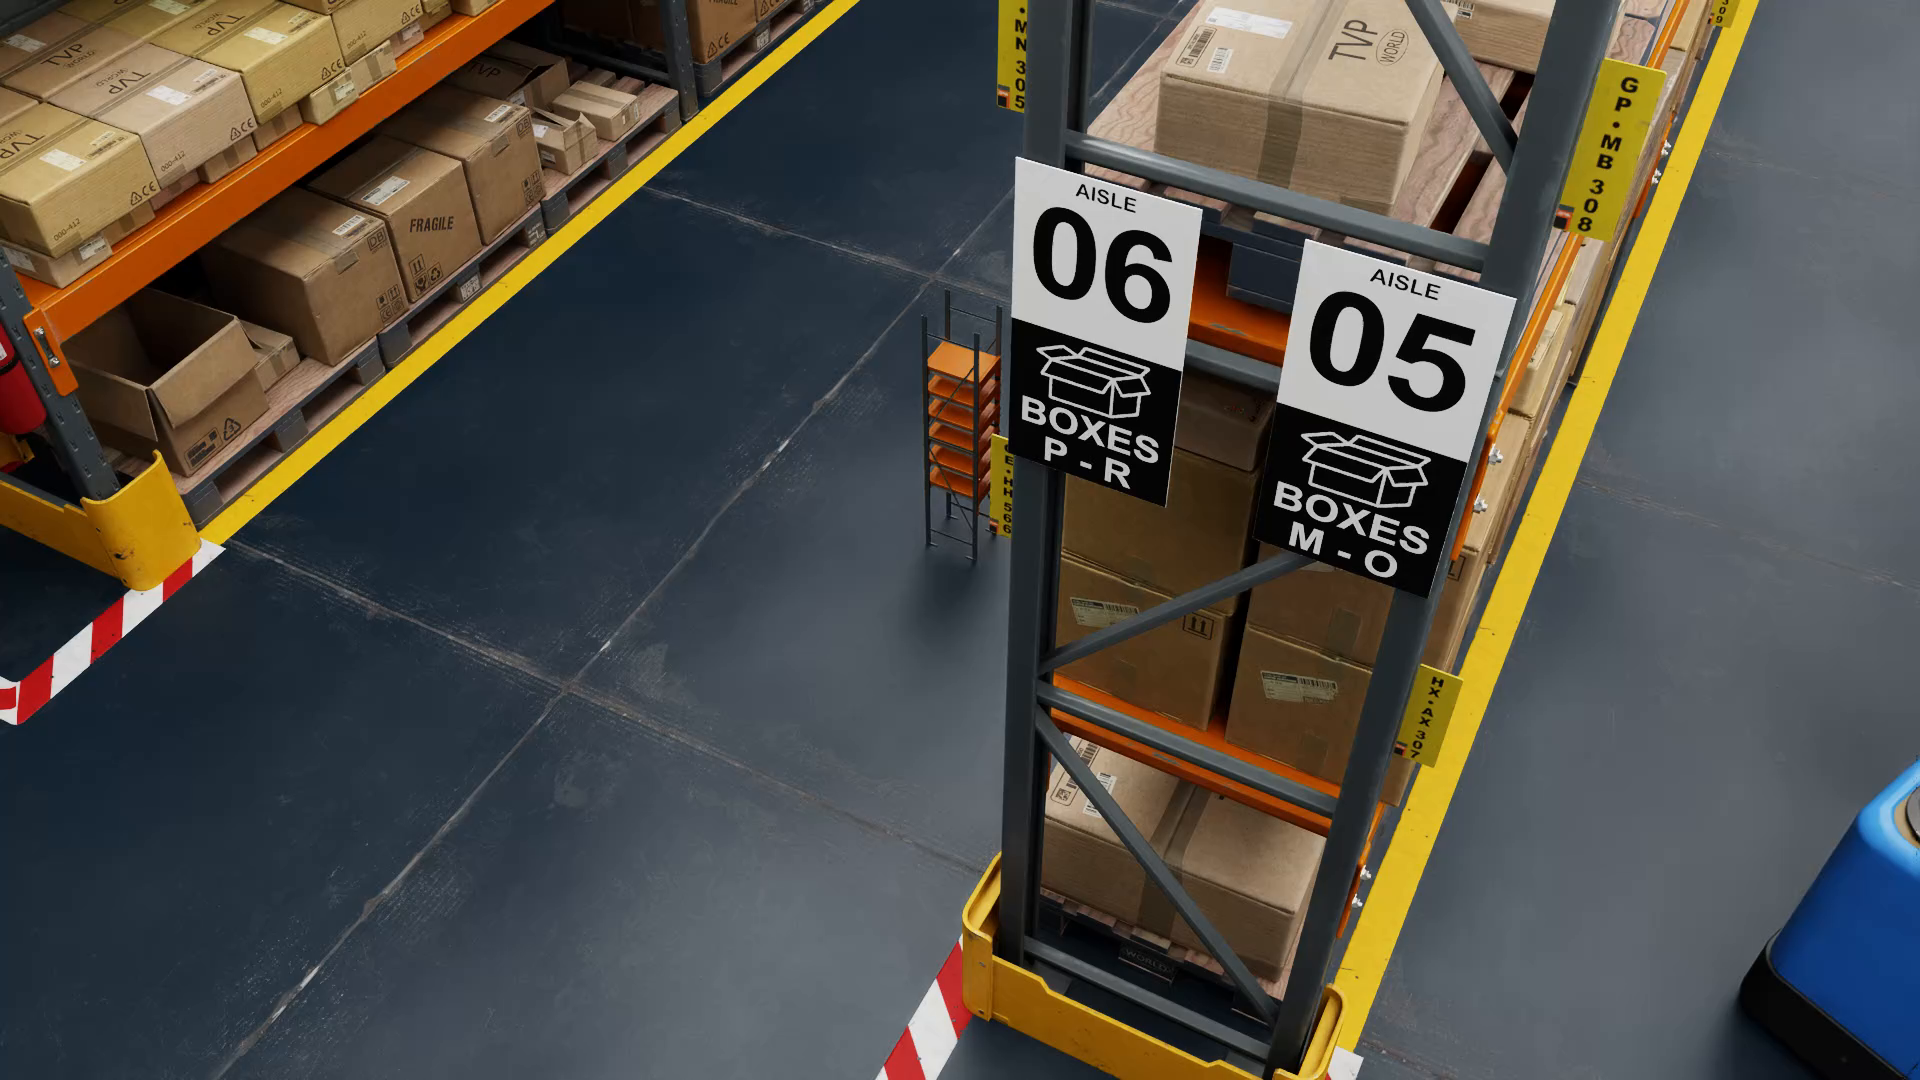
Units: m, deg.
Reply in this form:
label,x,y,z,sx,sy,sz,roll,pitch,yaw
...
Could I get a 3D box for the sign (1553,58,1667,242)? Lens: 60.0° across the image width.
label,x,y,z,sx,sy,sz,roll,pitch,yaw
sign,1.082,-0.647,2.781,0.100,0.325,0.005,20,49,19

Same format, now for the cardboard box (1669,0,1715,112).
label,x,y,z,sx,sy,sz,roll,pitch,yaw
cardboard box,2.476,-1.962,6.087,0.500,0.500,0.500,20,49,19

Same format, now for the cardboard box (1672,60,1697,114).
label,x,y,z,sx,sy,sz,roll,pitch,yaw
cardboard box,2.889,-2.101,7.103,0.500,0.250,0.500,19,48,18

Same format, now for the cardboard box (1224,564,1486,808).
label,x,y,z,sx,sy,sz,roll,pitch,yaw
cardboard box,1.071,0.313,4.541,0.500,0.500,0.500,20,49,19

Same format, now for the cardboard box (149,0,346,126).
label,x,y,z,sx,sy,sz,roll,pitch,yaw
cardboard box,-2.889,-1.967,6.762,0.500,0.250,0.500,20,49,18

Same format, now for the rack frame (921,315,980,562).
label,x,y,z,sx,sy,sz,roll,pitch,yaw
rack frame,-0.036,-0.373,6.555,0.240,1.200,0.006,20,49,19

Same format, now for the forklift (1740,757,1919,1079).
label,x,y,z,sx,sy,sz,roll,pitch,yaw
forklift,4.035,0.151,4.820,3.031,2.935,1.130,-29,52,-25

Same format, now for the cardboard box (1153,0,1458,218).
label,x,y,z,sx,sy,sz,roll,pitch,yaw
cardboard box,0.723,-0.942,3.483,0.500,0.250,0.500,16,48,15

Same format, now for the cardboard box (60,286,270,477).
label,x,y,z,sx,sy,sz,roll,pitch,yaw
cardboard box,-3.437,-0.705,7.077,0.797,0.503,0.637,19,48,18

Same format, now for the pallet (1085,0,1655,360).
label,x,y,z,sx,sy,sz,roll,pitch,yaw
pallet,0.929,-0.938,3.802,1.003,0.211,1.213,20,49,19

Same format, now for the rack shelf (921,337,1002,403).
label,x,y,z,sx,sy,sz,roll,pitch,yaw
rack shelf,0.007,-0.653,6.388,0.258,0.103,0.180,20,49,19

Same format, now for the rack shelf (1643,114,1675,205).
label,x,y,z,sx,sy,sz,roll,pitch,yaw
rack shelf,3.379,-2.971,8.363,1.077,0.370,4.000,20,49,19

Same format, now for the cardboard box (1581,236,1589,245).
label,x,y,z,sx,sy,sz,roll,pitch,yaw
cardboard box,1.619,-1.003,4.683,0.380,0.149,0.250,21,49,19

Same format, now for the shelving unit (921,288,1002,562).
label,x,y,z,sx,sy,sz,roll,pitch,yaw
shelving unit,0.007,-0.431,6.612,0.258,1.200,0.189,20,49,19

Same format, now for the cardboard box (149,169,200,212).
label,x,y,z,sx,sy,sz,roll,pitch,yaw
cardboard box,-3.241,-1.461,6.542,0.380,0.149,0.250,20,49,19

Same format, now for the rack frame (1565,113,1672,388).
label,x,y,z,sx,sy,sz,roll,pitch,yaw
rack frame,2.451,-1.964,6.862,1.000,3.000,0.127,20,49,19

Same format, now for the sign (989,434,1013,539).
label,x,y,z,sx,sy,sz,roll,pitch,yaw
sign,0.120,-0.122,4.061,0.100,0.325,0.005,20,49,19

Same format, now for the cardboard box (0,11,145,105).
label,x,y,z,sx,sy,sz,roll,pitch,yaw
cardboard box,-3.586,-1.834,6.630,0.500,0.250,0.500,21,49,19

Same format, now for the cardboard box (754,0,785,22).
label,x,y,z,sx,sy,sz,roll,pitch,yaw
cardboard box,-1.285,-3.439,9.782,0.500,0.500,0.500,20,49,19

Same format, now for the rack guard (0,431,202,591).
label,x,y,z,sx,sy,sz,roll,pitch,yaw
rack guard,-3.769,-0.250,6.925,1.175,0.500,0.348,20,49,19

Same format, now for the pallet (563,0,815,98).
label,x,y,z,sx,sy,sz,roll,pitch,yaw
pallet,-1.604,-3.145,9.990,1.003,0.211,1.213,20,49,19

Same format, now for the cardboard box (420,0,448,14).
label,x,y,z,sx,sy,sz,roll,pitch,yaw
cardboard box,-2.431,-2.621,7.407,0.500,0.250,0.500,20,49,19

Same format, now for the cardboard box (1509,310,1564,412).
label,x,y,z,sx,sy,sz,roll,pitch,yaw
cardboard box,1.285,-0.506,4.191,0.380,0.149,0.250,22,49,20

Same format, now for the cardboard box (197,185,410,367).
label,x,y,z,sx,sy,sz,roll,pitch,yaw
cardboard box,-3.005,-1.229,7.598,0.700,0.500,0.500,22,49,21

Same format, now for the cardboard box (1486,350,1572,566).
label,x,y,z,sx,sy,sz,roll,pitch,yaw
cardboard box,1.533,-0.329,5.176,0.500,0.500,0.500,20,49,19

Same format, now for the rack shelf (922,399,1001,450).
label,x,y,z,sx,sy,sz,roll,pitch,yaw
rack shelf,0.007,-0.484,6.558,0.258,0.103,0.180,20,49,19

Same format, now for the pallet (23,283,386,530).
label,x,y,z,sx,sy,sz,roll,pitch,yaw
pallet,-3.400,-0.651,7.525,1.003,0.211,1.213,20,49,19

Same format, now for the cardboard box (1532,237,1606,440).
label,x,y,z,sx,sy,sz,roll,pitch,yaw
cardboard box,1.535,-0.694,4.833,0.500,0.500,0.500,20,49,19

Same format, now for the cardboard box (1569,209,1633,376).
label,x,y,z,sx,sy,sz,roll,pitch,yaw
cardboard box,2.007,-0.975,5.814,0.500,0.500,0.500,20,49,18

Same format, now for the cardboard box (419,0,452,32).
label,x,y,z,sx,sy,sz,roll,pitch,yaw
cardboard box,-2.531,-2.433,7.502,0.380,0.149,0.250,21,49,20

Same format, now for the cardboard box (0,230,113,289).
label,x,y,z,sx,sy,sz,roll,pitch,yaw
cardboard box,-3.409,-1.109,6.193,0.380,0.149,0.250,20,49,19

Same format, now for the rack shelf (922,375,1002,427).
label,x,y,z,sx,sy,sz,roll,pitch,yaw
rack shelf,0.007,-0.568,6.473,0.258,0.103,0.180,20,49,19

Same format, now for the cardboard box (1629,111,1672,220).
label,x,y,z,sx,sy,sz,roll,pitch,yaw
cardboard box,2.462,-1.623,6.454,0.500,0.500,0.500,21,49,19

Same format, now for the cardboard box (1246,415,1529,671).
label,x,y,z,sx,sy,sz,roll,pitch,yaw
cardboard box,1.069,-0.039,4.186,0.500,0.500,0.500,19,48,18

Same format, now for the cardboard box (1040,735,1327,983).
label,x,y,z,sx,sy,sz,roll,pitch,yaw
cardboard box,0.811,0.860,5.577,0.875,0.438,0.875,19,48,18

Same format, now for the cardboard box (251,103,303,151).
label,x,y,z,sx,sy,sz,roll,pitch,yaw
cardboard box,-2.951,-1.770,6.846,0.380,0.149,0.250,21,49,20

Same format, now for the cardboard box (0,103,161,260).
label,x,y,z,sx,sy,sz,roll,pitch,yaw
cardboard box,-3.355,-1.329,6.131,0.500,0.250,0.500,21,49,19

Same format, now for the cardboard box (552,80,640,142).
label,x,y,z,sx,sy,sz,roll,pitch,yaw
cardboard box,-1.946,-2.298,8.901,0.380,0.149,0.250,19,48,18

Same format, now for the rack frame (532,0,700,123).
label,x,y,z,sx,sy,sz,roll,pitch,yaw
rack frame,-1.948,-3.601,8.479,1.000,3.000,0.127,20,49,19

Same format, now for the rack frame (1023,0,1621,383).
label,x,y,z,sx,sy,sz,roll,pitch,yaw
rack frame,0.594,-1.553,2.238,1.000,3.000,0.127,20,49,19

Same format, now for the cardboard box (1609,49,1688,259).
label,x,y,z,sx,sy,sz,roll,pitch,yaw
cardboard box,2.005,-1.321,5.454,0.500,0.500,0.500,21,49,20

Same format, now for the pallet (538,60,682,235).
label,x,y,z,sx,sy,sz,roll,pitch,yaw
pallet,-2.267,-2.188,9.044,1.003,0.211,1.213,20,49,19

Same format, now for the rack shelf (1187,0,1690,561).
label,x,y,z,sx,sy,sz,roll,pitch,yaw
rack shelf,1.522,-1.506,4.806,1.077,0.370,4.000,20,49,19

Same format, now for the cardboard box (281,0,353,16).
label,x,y,z,sx,sy,sz,roll,pitch,yaw
cardboard box,-2.659,-2.538,6.798,0.500,0.500,0.500,22,49,20

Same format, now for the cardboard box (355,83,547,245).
label,x,y,z,sx,sy,sz,roll,pitch,yaw
cardboard box,-2.523,-1.883,8.244,0.700,0.500,0.500,19,48,18

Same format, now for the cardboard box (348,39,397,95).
label,x,y,z,sx,sy,sz,roll,pitch,yaw
cardboard box,-2.663,-2.077,7.150,0.380,0.149,0.250,22,49,20

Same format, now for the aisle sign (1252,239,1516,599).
label,x,y,z,sx,sy,sz,roll,pitch,yaw
aisle sign,0.817,-0.217,3.308,0.394,0.787,0.004,20,49,19
